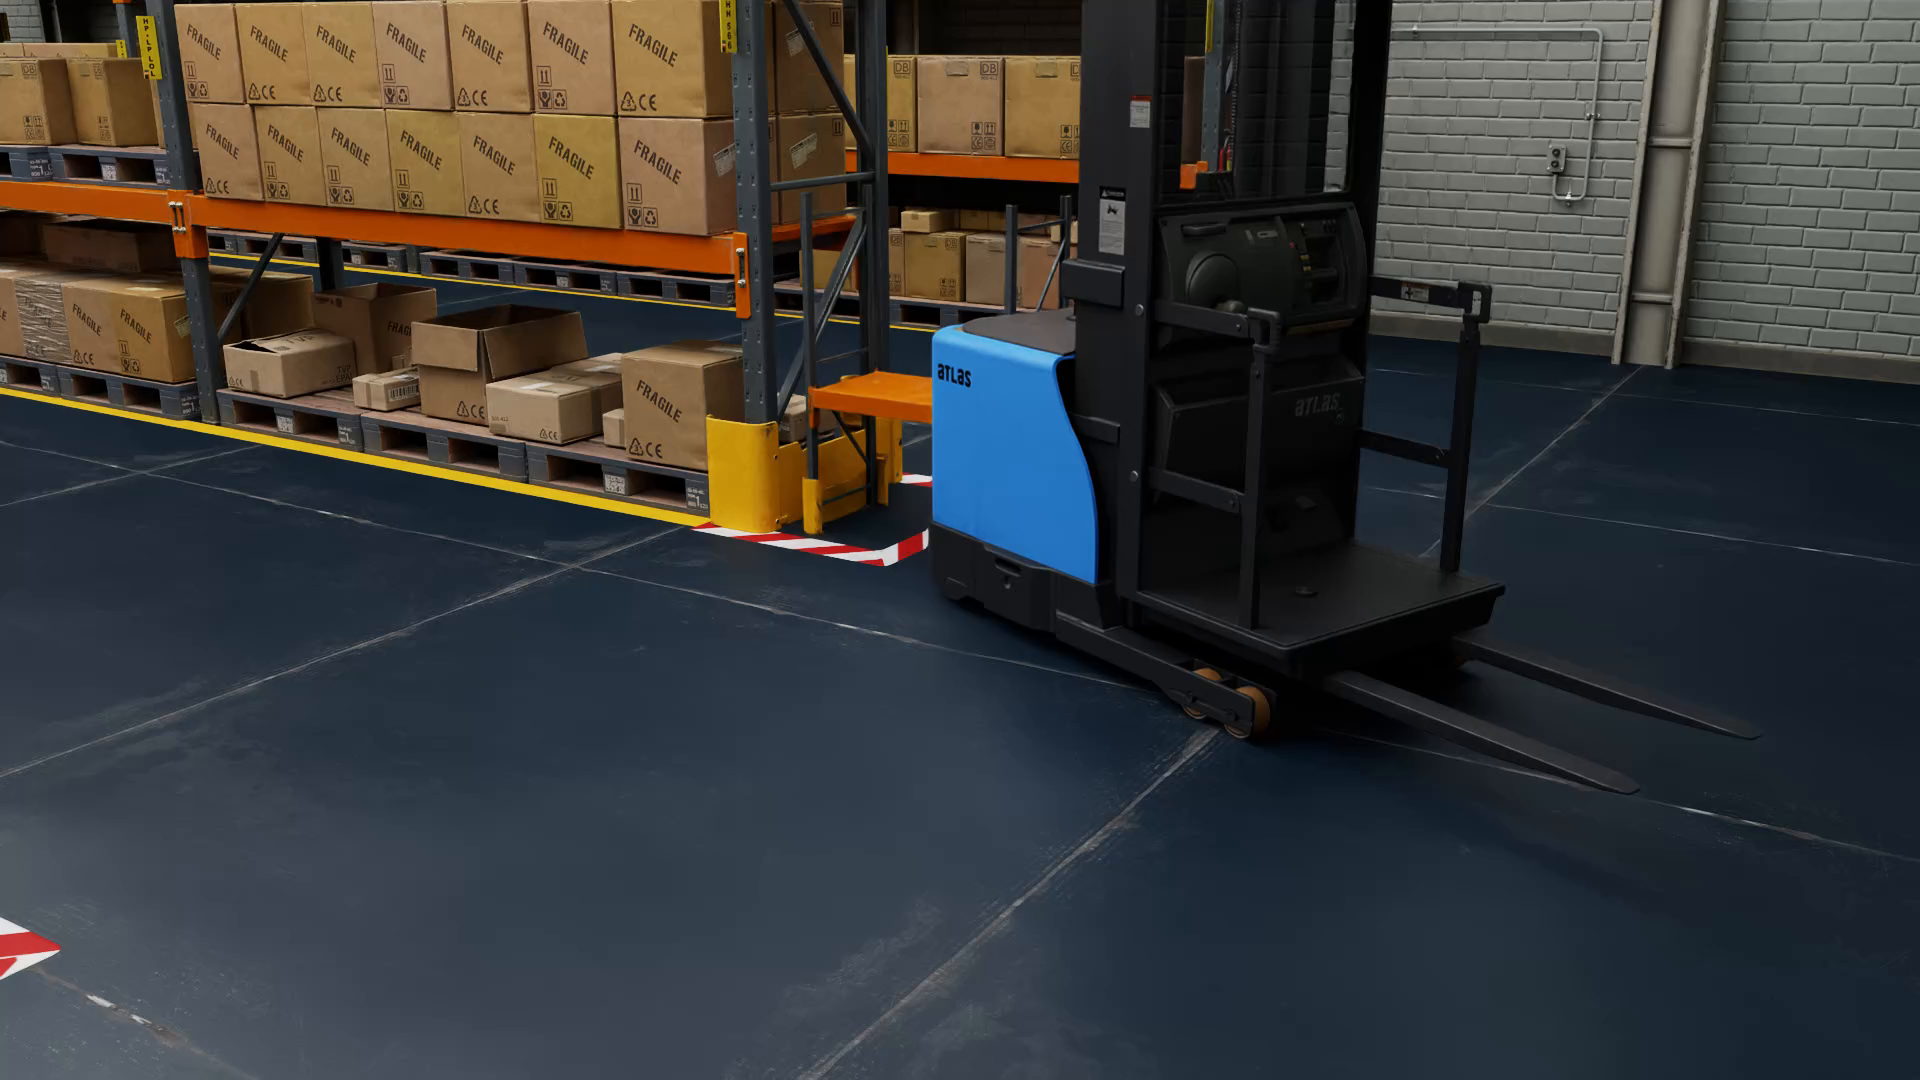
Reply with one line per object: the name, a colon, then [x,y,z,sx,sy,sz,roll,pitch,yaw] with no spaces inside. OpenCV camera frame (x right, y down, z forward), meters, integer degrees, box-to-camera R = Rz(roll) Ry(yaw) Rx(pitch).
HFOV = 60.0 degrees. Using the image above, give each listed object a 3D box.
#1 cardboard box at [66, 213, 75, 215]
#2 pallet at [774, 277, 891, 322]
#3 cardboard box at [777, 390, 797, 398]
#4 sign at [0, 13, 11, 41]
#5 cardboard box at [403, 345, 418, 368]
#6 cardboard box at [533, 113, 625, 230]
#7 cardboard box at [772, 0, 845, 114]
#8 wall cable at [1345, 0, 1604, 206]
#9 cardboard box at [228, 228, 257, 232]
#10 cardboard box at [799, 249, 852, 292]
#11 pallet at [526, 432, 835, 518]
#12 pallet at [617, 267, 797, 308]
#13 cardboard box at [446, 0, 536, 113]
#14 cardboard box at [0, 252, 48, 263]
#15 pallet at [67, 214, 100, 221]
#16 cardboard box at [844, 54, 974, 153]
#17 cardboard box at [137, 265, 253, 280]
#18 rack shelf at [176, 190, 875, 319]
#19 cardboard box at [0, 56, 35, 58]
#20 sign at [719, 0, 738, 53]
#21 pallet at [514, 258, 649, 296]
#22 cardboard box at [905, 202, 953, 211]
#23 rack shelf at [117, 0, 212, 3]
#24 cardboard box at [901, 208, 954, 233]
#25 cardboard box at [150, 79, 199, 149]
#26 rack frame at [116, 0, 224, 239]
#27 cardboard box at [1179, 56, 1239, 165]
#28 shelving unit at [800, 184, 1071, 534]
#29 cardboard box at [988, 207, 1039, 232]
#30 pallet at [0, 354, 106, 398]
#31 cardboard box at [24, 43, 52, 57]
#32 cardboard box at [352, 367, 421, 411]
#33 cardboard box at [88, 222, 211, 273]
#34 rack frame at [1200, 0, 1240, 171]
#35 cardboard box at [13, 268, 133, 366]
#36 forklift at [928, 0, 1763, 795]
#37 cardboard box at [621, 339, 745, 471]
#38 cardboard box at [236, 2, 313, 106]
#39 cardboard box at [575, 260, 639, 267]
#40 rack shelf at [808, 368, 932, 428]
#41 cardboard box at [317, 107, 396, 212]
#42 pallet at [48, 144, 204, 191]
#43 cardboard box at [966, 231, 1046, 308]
cardboard box: [-10.070,-3.953,18.778,0.500,0.500,0.700,9,19,27]
pallet: [-0.865,-1.982,13.543,1.213,0.211,1.003,10,20,30]
cardboard box: [-1.043,-0.657,8.502,0.250,0.166,0.380,10,20,30]
sign: [-11.390,-6.116,19.820,0.005,0.325,0.100,10,20,30]
cardboard box: [-2.788,-1.017,9.439,0.500,0.311,0.500,10,20,30]
cardboard box: [-1.621,-1.742,7.784,0.500,0.500,0.500,10,20,31]
cardboard box: [-0.893,-2.275,7.816,0.500,0.500,0.500,11,20,32]
wall cable: [3.523,-3.369,11.562,1.851,1.984,0.084,10,20,30]
cardboard box: [-7.186,-3.509,17.315,0.500,0.500,0.700,10,19,29]
cardboard box: [-0.888,-2.317,13.427,0.500,0.500,0.700,10,20,31]
pallet: [-1.397,-0.414,8.381,1.213,0.211,1.003,10,20,30]
pallet: [-2.169,-2.216,14.313,1.213,0.211,1.003,10,20,30]
cardboard box: [-2.051,-2.296,7.886,0.500,0.500,0.500,11,20,32]
cardboard box: [-6.109,-1.684,11.308,0.500,0.500,0.500,9,19,28]
pallet: [-9.923,-3.613,18.911,1.213,0.211,1.003,10,20,30]
cardboard box: [-0.399,-3.396,12.884,0.700,0.700,0.980,10,19,29]
cardboard box: [-4.806,-1.451,10.540,0.500,0.500,0.500,10,20,31]
rack shelf: [-2.357,-1.576,8.645,4.000,0.370,1.077,10,20,30]
cardboard box: [-6.195,-2.827,10.632,0.500,0.500,0.700,15,22,40]
sign: [-0.960,-2.186,6.882,0.005,0.325,0.100,10,20,30]
pallet: [-3.213,-2.401,14.923,1.213,0.211,1.003,10,20,30]
cardboard box: [-0.233,-2.579,13.173,0.250,0.149,0.380,9,19,28]
rack shelf: [-6.585,-5.455,16.256,4.000,0.370,1.077,10,20,30]
cardboard box: [-0.247,-2.451,12.751,0.250,0.149,0.380,9,19,28]
cardboard box: [-4.348,-2.600,9.886,0.500,0.500,0.700,4,17,12]
rack frame: [-8.289,-4.668,17.589,0.127,3.000,1.000,10,20,30]
cardboard box: [1.497,-3.062,11.783,0.700,0.700,0.980,11,20,33]
shelving unit: [-0.100,-0.745,7.252,1.083,1.500,0.587,10,20,30]
cardboard box: [0.418,-2.463,12.790,0.250,0.149,0.380,10,20,31]
pallet: [-5.818,-1.189,10.934,1.213,0.211,1.003,10,20,30]
cardboard box: [-9.705,-5.114,17.989,0.500,0.500,0.500,9,19,28]
cardboard box: [-3.074,-0.832,9.078,0.250,0.166,0.380,10,20,30]
cardboard box: [-5.198,-1.883,10.674,0.500,0.250,0.500,10,20,30]
rack frame: [1.937,-2.843,11.580,0.127,3.000,1.000,10,20,30]
cardboard box: [-5.476,-1.396,10.360,0.500,0.500,0.500,10,20,31]
forklift: [1.149,-0.930,5.400,1.130,2.935,3.031,-12,21,-34]
cardboard box: [-1.245,-0.652,7.910,0.500,0.500,0.500,10,20,30]
cardboard box: [-3.367,-2.531,8.659,0.500,0.500,0.500,9,19,28]
cardboard box: [-2.853,-2.825,14.496,0.750,0.750,0.750,11,20,32]
rack shelf: [-0.108,-0.574,7.309,1.000,0.185,0.538,10,20,30]
cardboard box: [-2.906,-1.973,8.544,0.500,0.500,0.500,10,20,30]
pallet: [-4.685,-2.281,10.059,1.213,0.211,1.003,10,20,30]
cardboard box: [0.432,-2.082,12.653,0.500,0.500,0.700,9,19,28]
